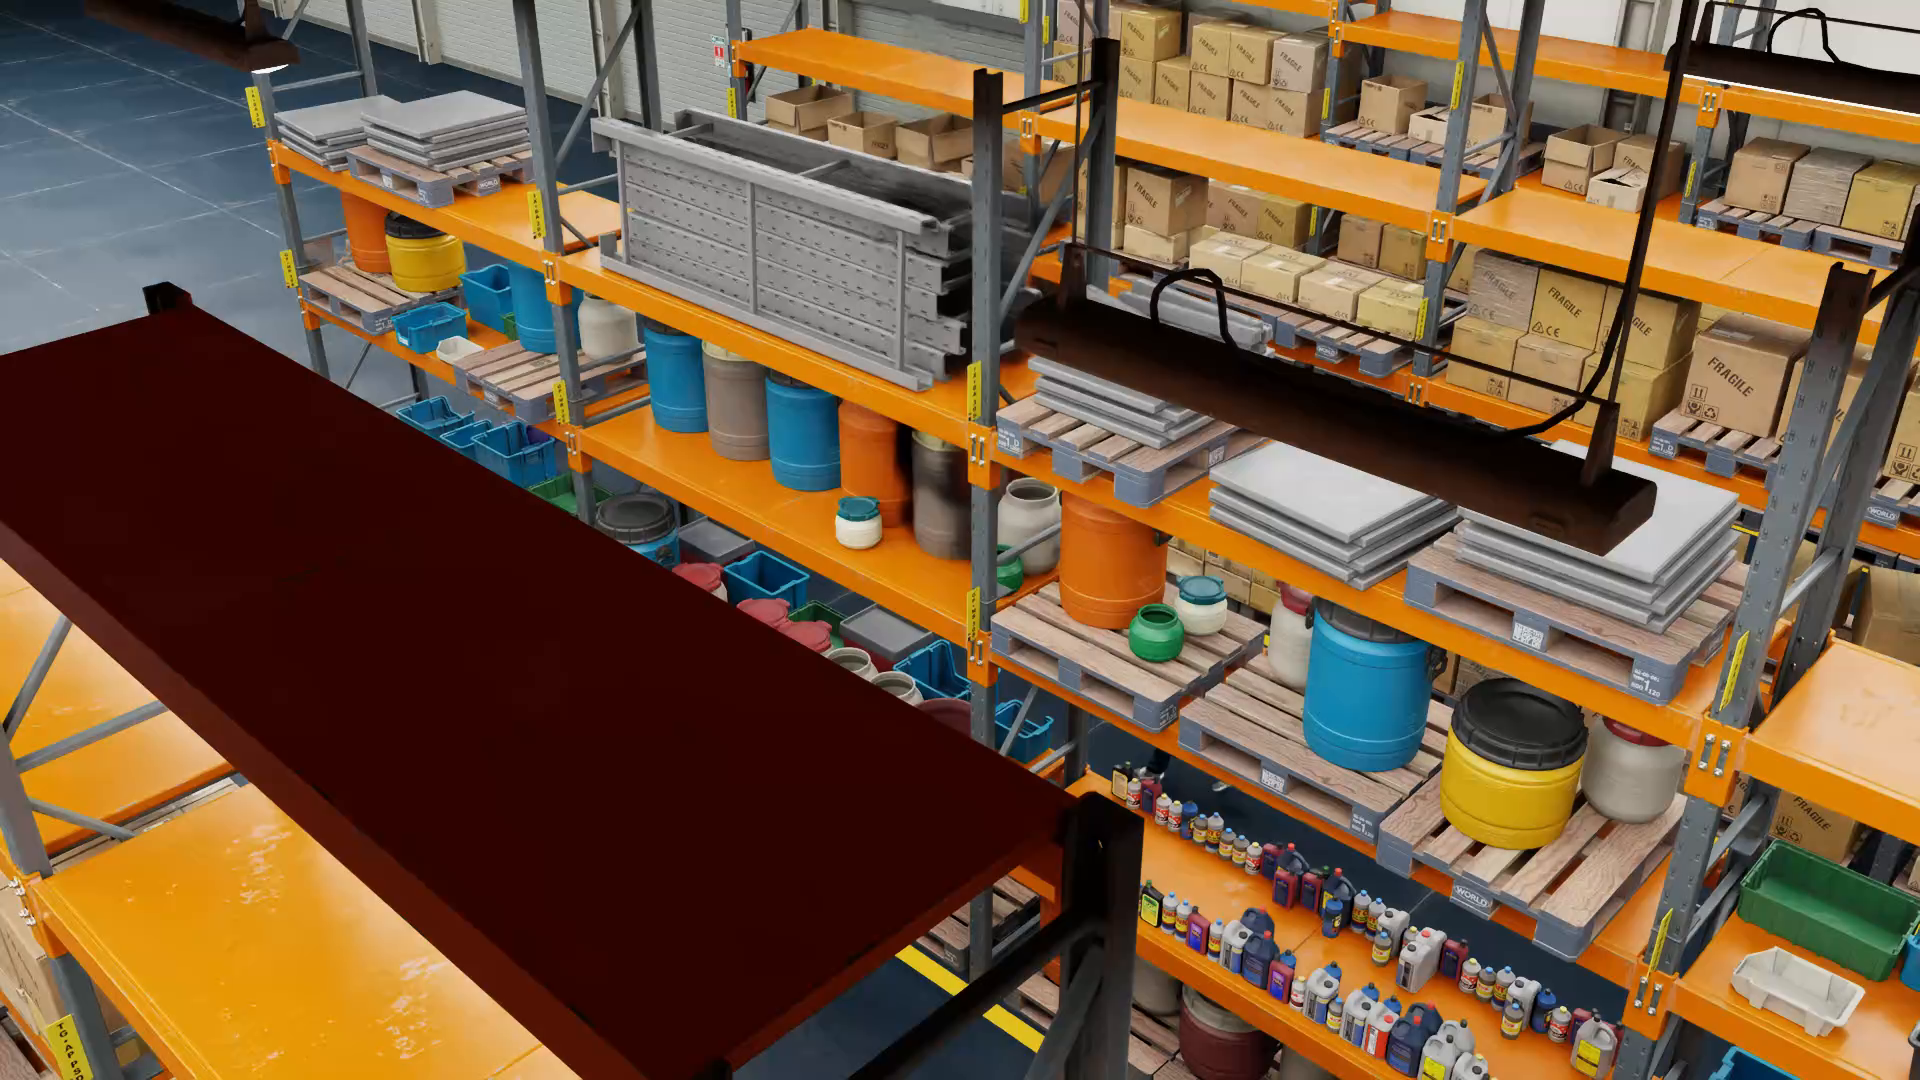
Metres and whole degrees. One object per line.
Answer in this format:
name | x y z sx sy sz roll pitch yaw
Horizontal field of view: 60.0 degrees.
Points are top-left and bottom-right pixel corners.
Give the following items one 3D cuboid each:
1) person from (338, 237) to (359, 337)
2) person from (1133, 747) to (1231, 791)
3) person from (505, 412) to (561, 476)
person | -7.261 -3.292 20.425 0.639 1.628 0.563 -17 33 -27
person | 1.730 1.228 12.416 0.873 1.605 0.538 18 34 28
person | -4.165 -0.980 16.365 0.663 1.687 0.605 13 32 21
